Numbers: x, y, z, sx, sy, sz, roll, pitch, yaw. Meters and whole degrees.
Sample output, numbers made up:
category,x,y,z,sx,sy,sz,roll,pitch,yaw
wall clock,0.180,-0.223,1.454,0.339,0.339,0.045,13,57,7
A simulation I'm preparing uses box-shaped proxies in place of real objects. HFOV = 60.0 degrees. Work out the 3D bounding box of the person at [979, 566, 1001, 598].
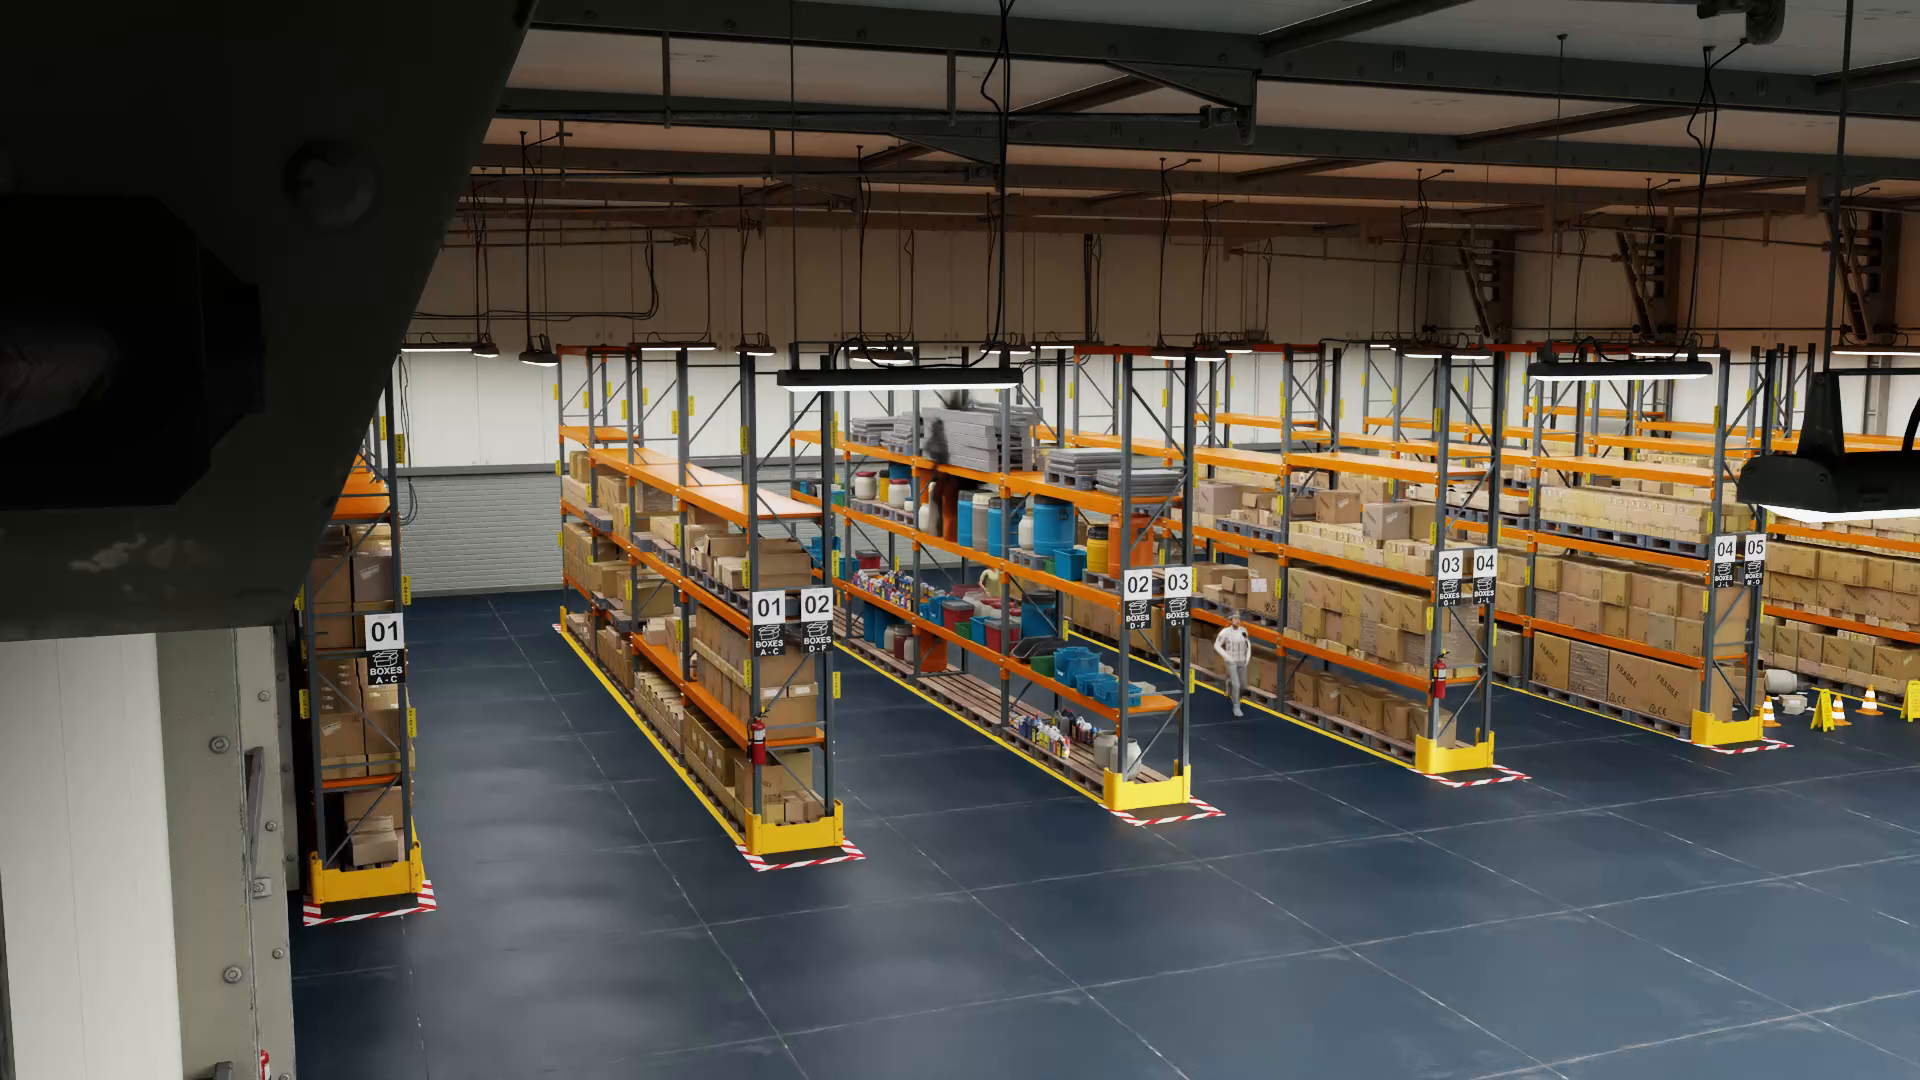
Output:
category,x,y,z,sx,sy,sz,roll,pitch,yaw
person,0.669,1.160,34.443,0.600,1.639,0.605,-4,8,-27

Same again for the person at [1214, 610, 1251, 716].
category,x,y,z,sx,sy,sz,roll,pitch,yaw
person,4.340,1.925,26.439,0.640,1.669,0.644,-3,8,-21
